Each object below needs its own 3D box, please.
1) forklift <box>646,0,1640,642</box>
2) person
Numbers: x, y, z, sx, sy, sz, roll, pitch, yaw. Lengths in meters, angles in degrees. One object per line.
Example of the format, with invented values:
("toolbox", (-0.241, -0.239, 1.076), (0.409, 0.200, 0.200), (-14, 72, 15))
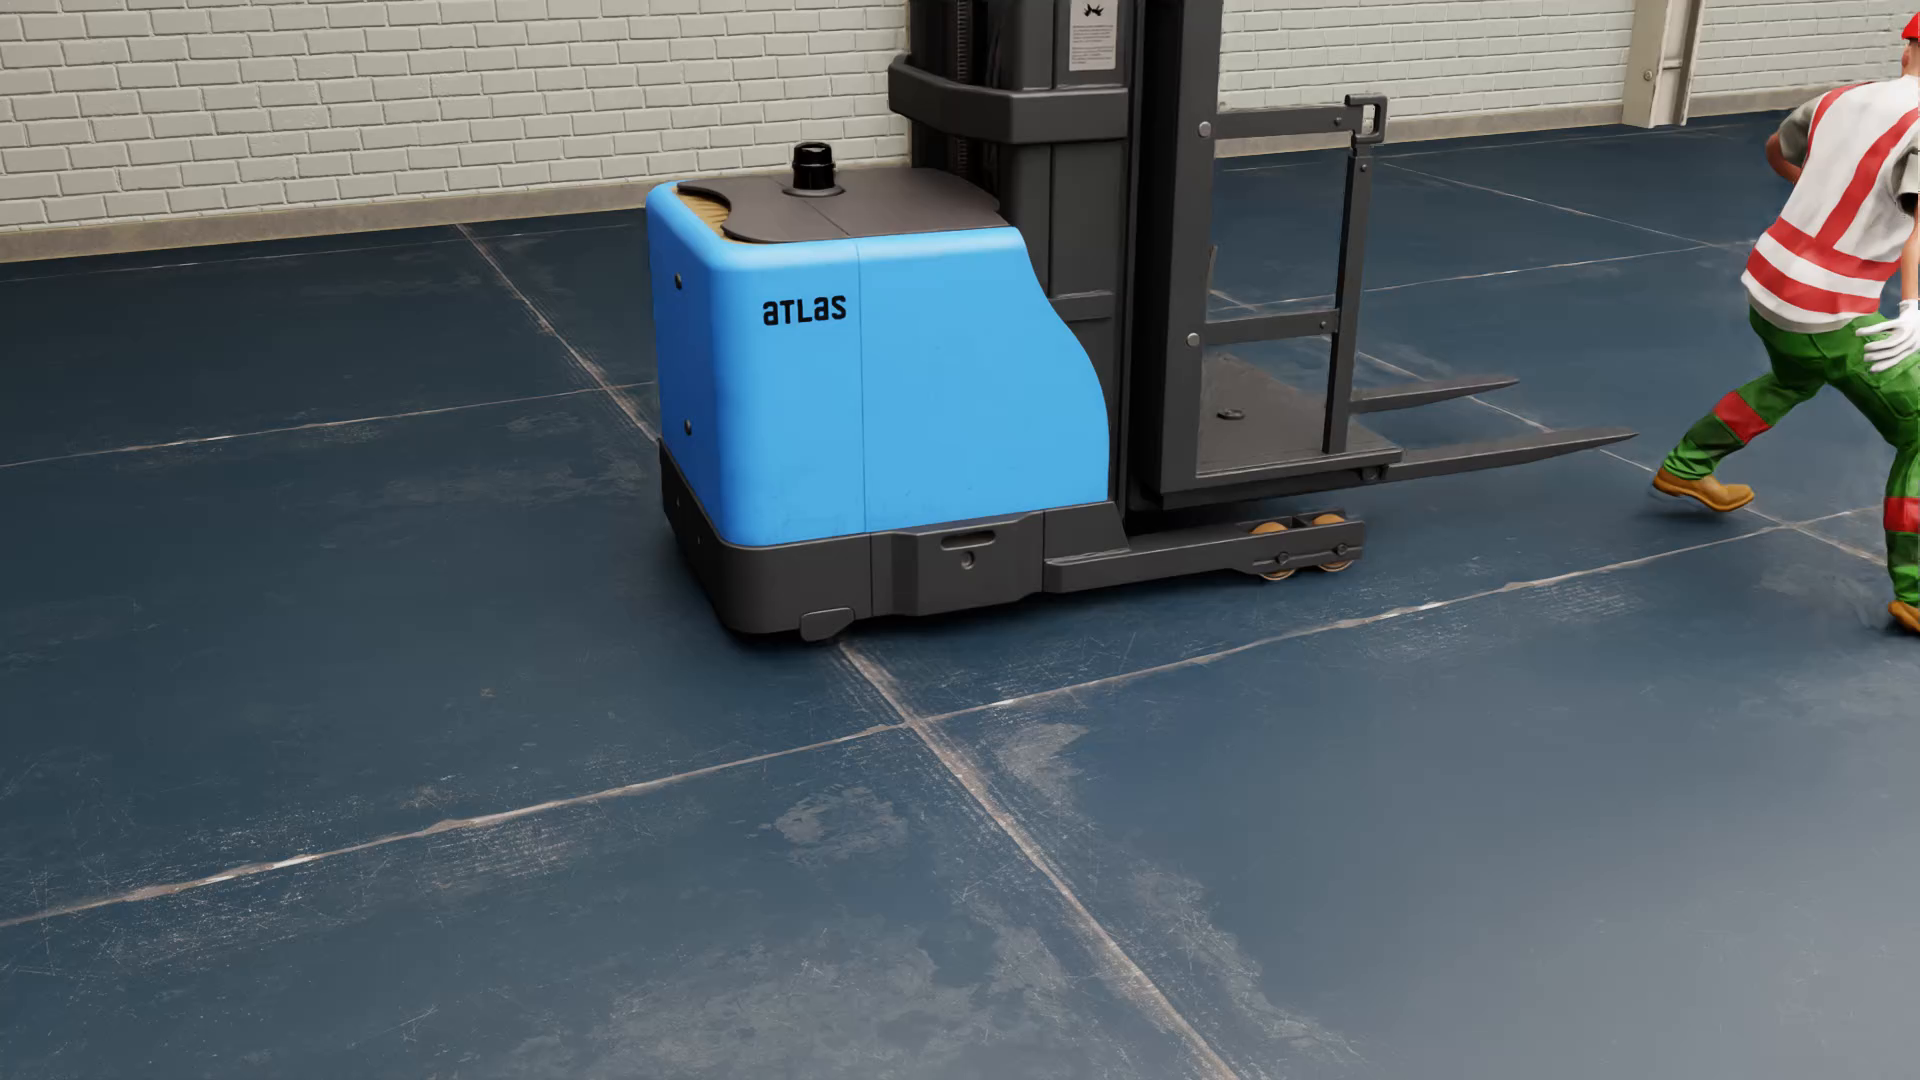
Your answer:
("forklift", (0.657, -1.417, 4.697), (3.031, 2.935, 1.130), (-8, 24, -18))
("person", (2.469, -0.601, 4.598), (0.579, 1.732, 1.128), (-1, 23, -2))
